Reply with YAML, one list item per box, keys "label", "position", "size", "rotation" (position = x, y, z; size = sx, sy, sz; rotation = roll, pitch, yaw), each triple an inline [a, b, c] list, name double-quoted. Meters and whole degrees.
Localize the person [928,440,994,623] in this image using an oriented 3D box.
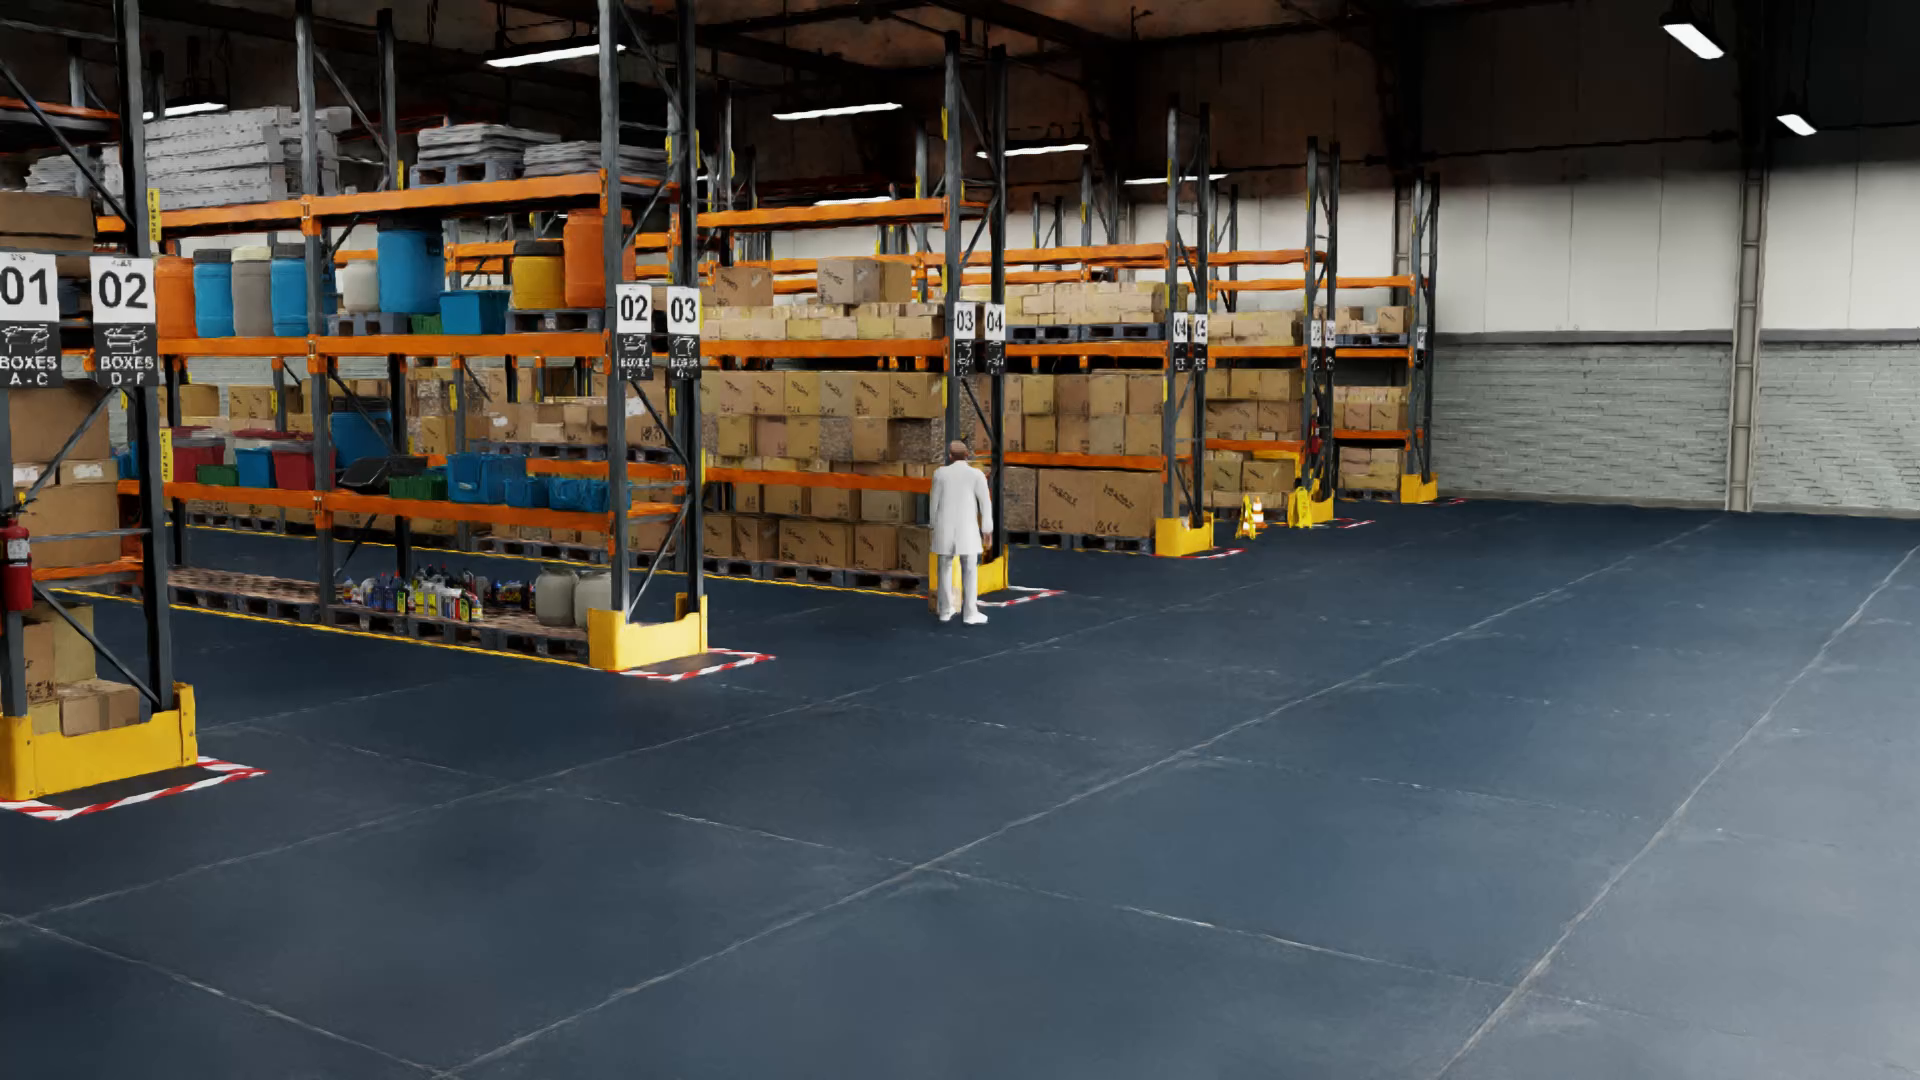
- label: "person"
  position: [0.014, -0.090, 16.268]
  size: [0.644, 1.785, 0.546]
  rotation: [0, 6, 3]
